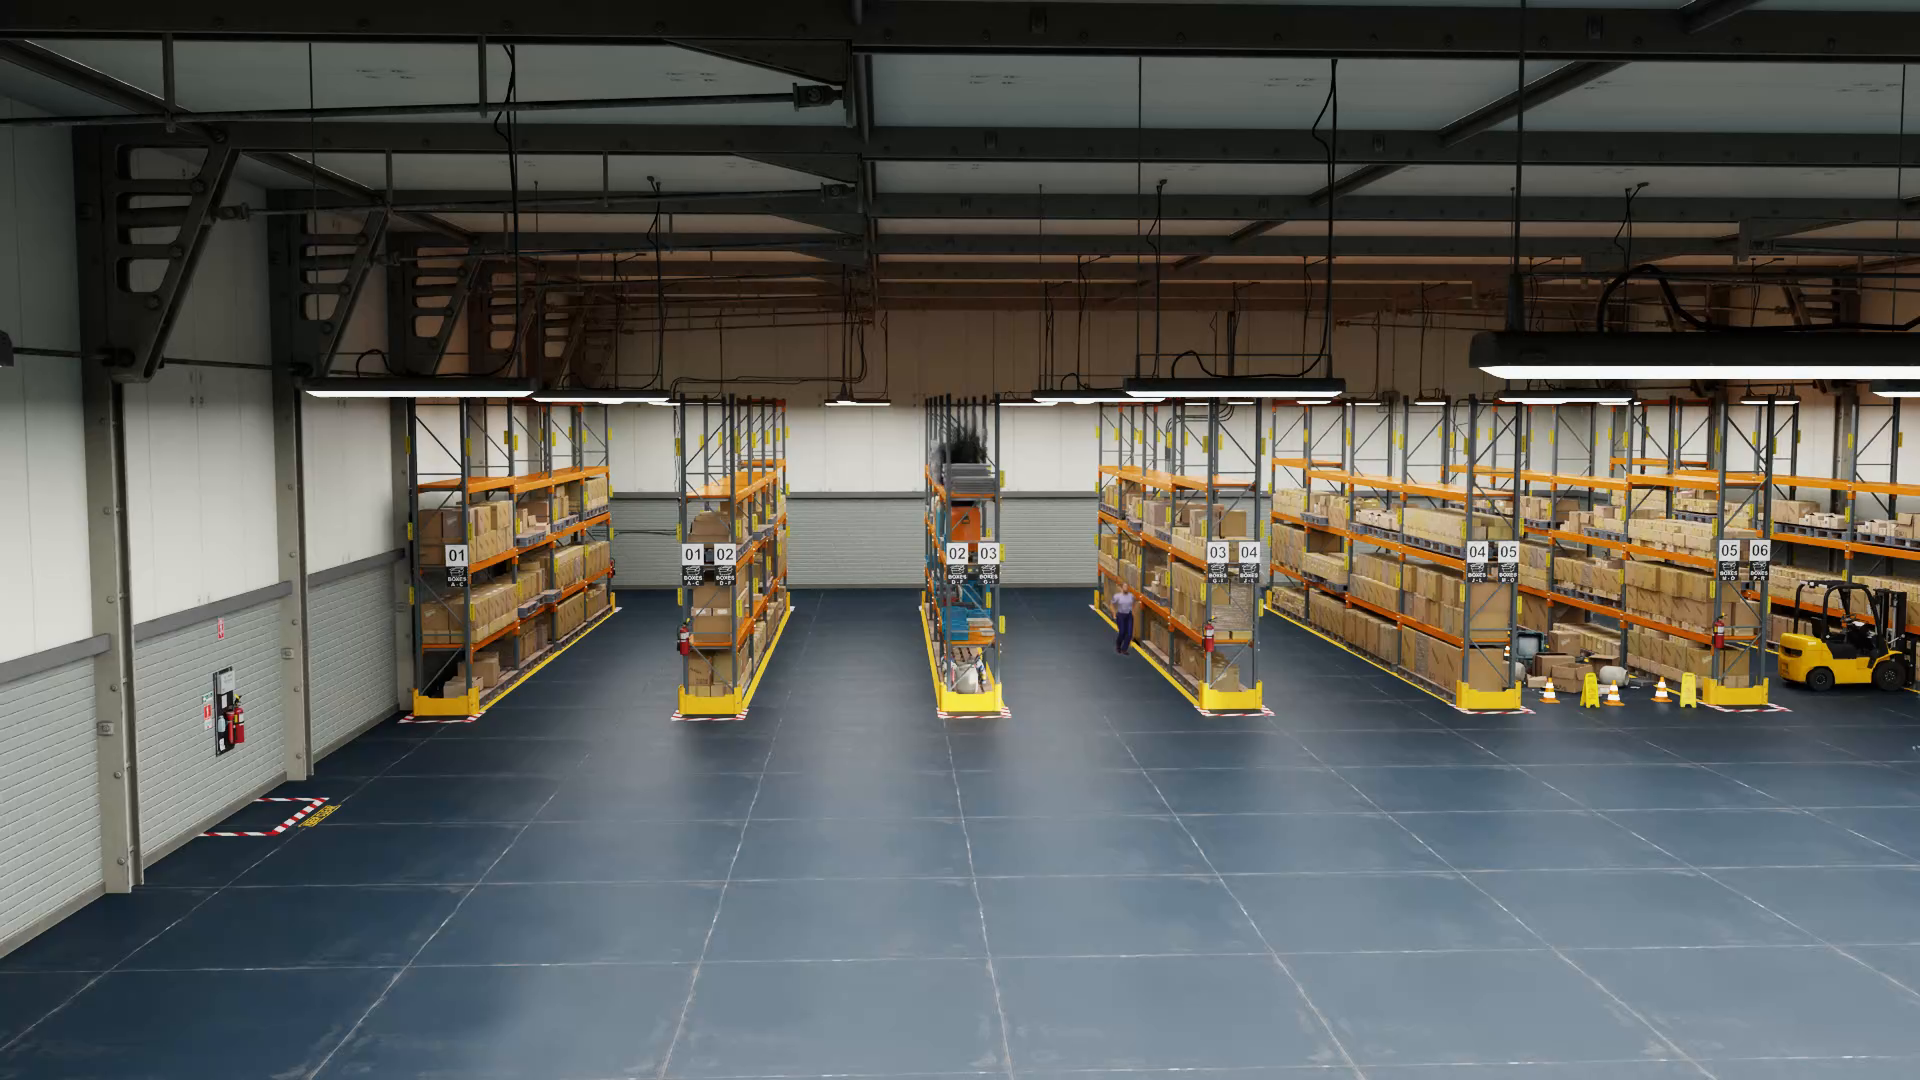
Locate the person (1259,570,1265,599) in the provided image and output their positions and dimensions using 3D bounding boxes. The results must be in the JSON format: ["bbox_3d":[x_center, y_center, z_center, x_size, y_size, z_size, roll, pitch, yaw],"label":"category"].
[{"bbox_3d":[7.968,1.364,44.999,0.567,1.645,0.647,0,5,-4],"label":"person"}]

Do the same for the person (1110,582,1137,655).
[{"bbox_3d":[3.649,1.737,36.737,0.607,1.607,0.504,-1,5,-13],"label":"person"}]
